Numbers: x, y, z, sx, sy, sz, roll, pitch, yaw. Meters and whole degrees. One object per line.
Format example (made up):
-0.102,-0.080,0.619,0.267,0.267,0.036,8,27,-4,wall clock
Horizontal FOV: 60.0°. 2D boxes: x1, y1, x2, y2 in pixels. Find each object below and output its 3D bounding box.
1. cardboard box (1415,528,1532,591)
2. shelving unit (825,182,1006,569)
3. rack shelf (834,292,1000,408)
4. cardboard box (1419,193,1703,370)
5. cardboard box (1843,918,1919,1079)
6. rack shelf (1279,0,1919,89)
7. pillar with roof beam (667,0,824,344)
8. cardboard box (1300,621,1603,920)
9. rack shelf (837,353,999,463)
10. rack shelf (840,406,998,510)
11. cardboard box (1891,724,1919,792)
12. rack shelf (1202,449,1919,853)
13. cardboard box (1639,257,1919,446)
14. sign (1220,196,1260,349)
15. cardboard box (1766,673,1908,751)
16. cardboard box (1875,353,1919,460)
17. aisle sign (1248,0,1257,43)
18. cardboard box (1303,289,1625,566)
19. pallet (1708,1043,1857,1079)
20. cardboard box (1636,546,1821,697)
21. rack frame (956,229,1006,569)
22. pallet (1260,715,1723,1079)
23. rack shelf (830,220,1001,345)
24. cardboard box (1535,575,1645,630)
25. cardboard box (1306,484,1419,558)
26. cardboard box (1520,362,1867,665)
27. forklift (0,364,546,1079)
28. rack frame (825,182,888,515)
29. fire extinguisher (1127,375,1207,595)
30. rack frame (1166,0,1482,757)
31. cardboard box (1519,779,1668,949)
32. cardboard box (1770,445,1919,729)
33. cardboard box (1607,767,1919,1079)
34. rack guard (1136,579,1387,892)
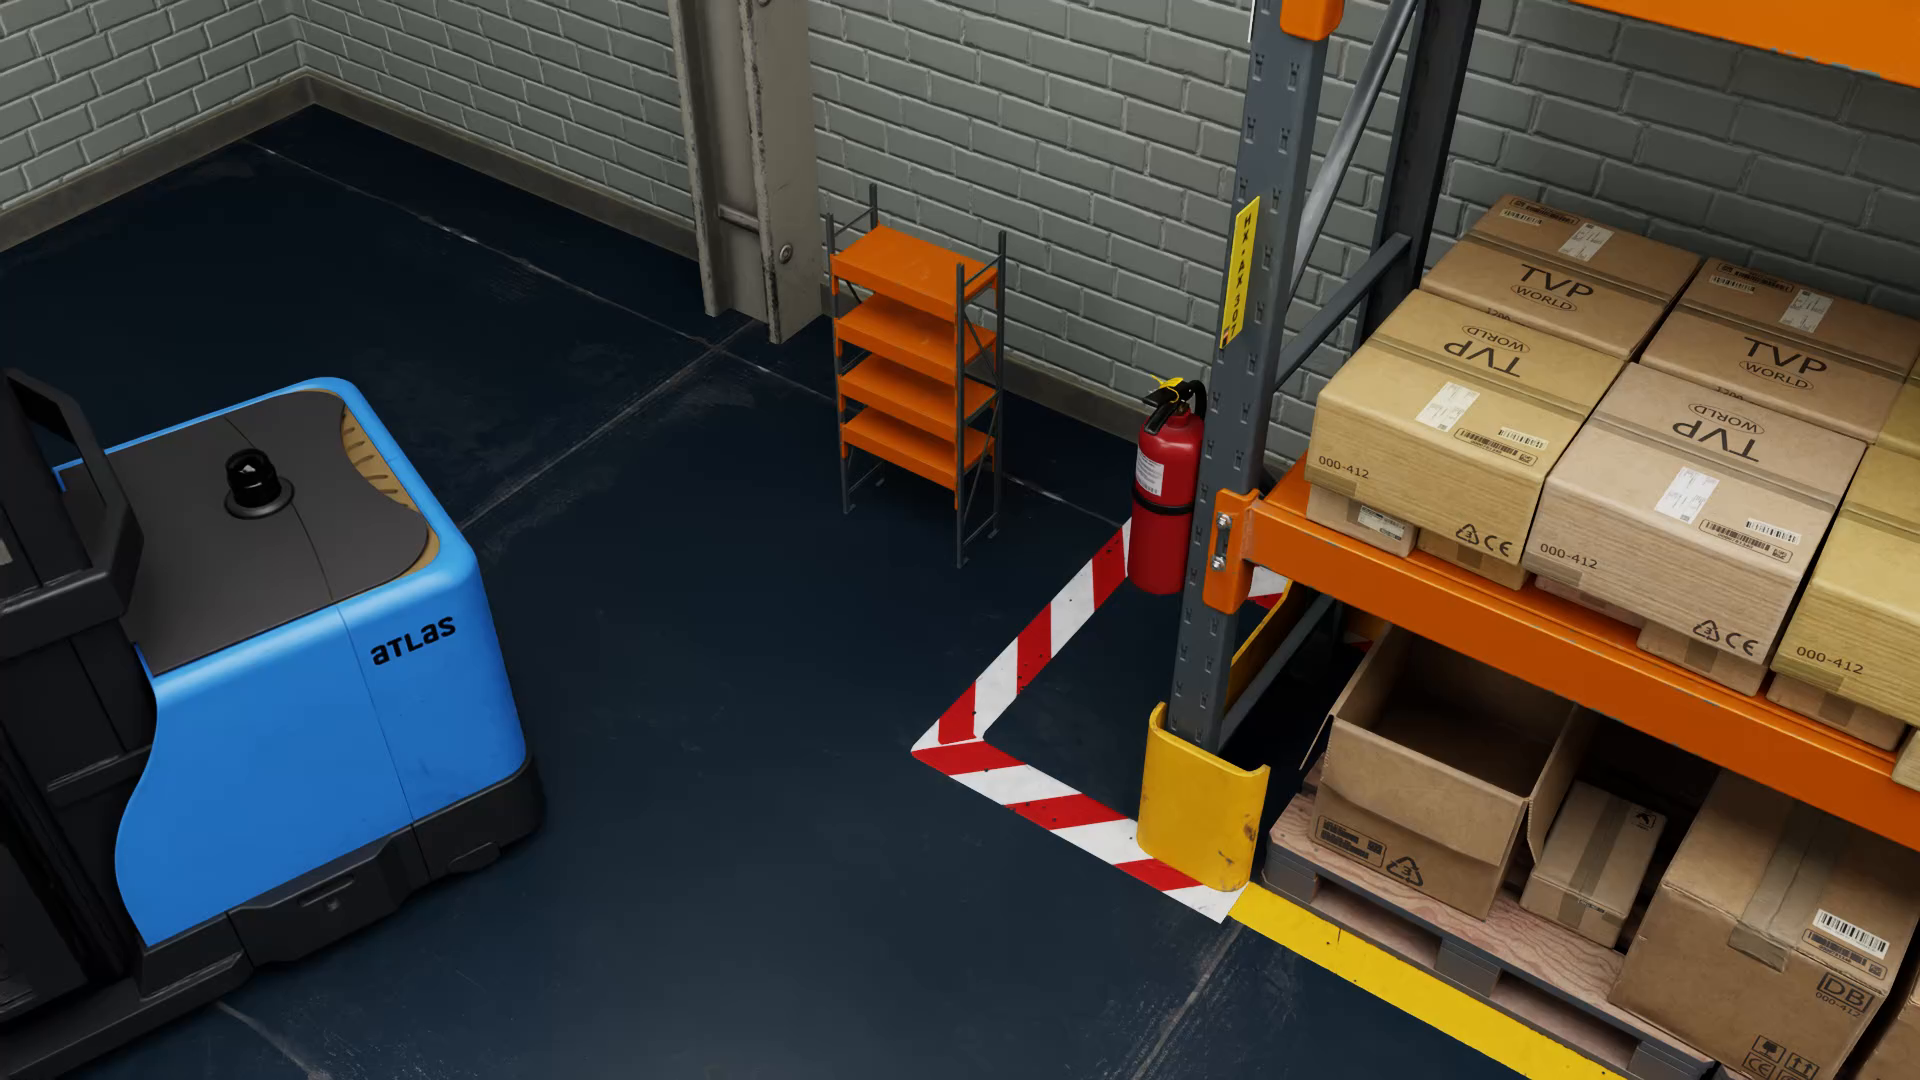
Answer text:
1.243,-0.088,3.787,0.250,0.149,0.380,26,48,26,cardboard box
-0.136,-0.510,5.421,0.503,1.200,0.258,25,48,25,shelving unit
-0.136,-0.627,5.316,0.480,0.148,0.258,25,48,25,rack shelf
1.425,-0.553,4.008,0.500,0.250,0.500,26,48,26,cardboard box
2.396,1.137,3.789,0.500,0.500,0.500,26,48,26,cardboard box
2.534,-0.613,2.476,4.000,0.370,1.077,25,48,25,rack shelf
-3.266,-1.939,1.169,0.400,9.000,9.100,25,48,25,pillar with roof beam
1.343,0.531,4.465,0.637,0.503,0.797,23,47,24,cardboard box
-0.136,-0.460,5.466,0.480,0.148,0.258,25,48,25,rack shelf
-0.136,-0.312,5.598,0.480,0.148,0.258,25,48,25,rack shelf
2.034,0.360,3.286,0.250,0.149,0.380,24,47,24,cardboard box
2.534,0.505,3.476,4.000,0.370,1.077,25,48,25,rack shelf
1.847,-0.355,3.786,0.500,0.250,0.500,25,48,25,cardboard box
0.585,-0.556,3.472,0.005,0.325,0.100,25,48,25,sign
1.870,0.223,3.440,0.250,0.149,0.380,26,48,26,cardboard box
2.249,-0.163,3.572,0.500,0.250,0.500,27,48,27,cardboard box
0.672,-1.364,3.075,0.004,0.787,0.394,25,48,25,aisle sign
1.113,-0.263,3.684,0.500,0.250,0.500,25,48,26,cardboard box
2.606,1.311,4.126,1.213,0.211,1.003,25,48,25,pallet
1.650,0.124,3.550,0.250,0.149,0.380,27,48,27,cardboard box
0.064,-0.417,5.316,0.015,1.200,0.240,25,48,25,rack frame
1.612,0.844,4.649,1.213,0.211,1.003,25,48,25,pallet
-0.136,-0.803,5.159,0.480,0.148,0.258,25,48,25,rack shelf
1.478,-0.006,3.696,0.250,0.149,0.380,24,47,25,cardboard box
1.008,-0.160,3.868,0.250,0.149,0.380,25,47,25,cardboard box
1.526,-0.070,3.469,0.500,0.250,0.500,26,48,26,cardboard box
-2.690,0.050,3.496,3.031,2.935,1.130,-25,47,-25,forklift
-0.335,-0.604,5.525,0.015,1.200,0.240,25,48,25,rack frame
0.510,-0.165,4.023,0.183,0.674,0.296,25,48,25,fire extinguisher
0.896,-0.529,4.092,0.127,3.000,1.000,25,48,25,rack frame
1.668,0.847,4.377,0.250,0.149,0.380,23,47,24,cardboard box
1.943,0.122,3.254,0.500,0.250,0.500,24,47,25,cardboard box
2.020,0.880,4.076,0.500,0.500,0.700,27,48,27,cardboard box
0.958,0.431,4.893,0.348,0.500,1.175,25,48,25,rack guard
